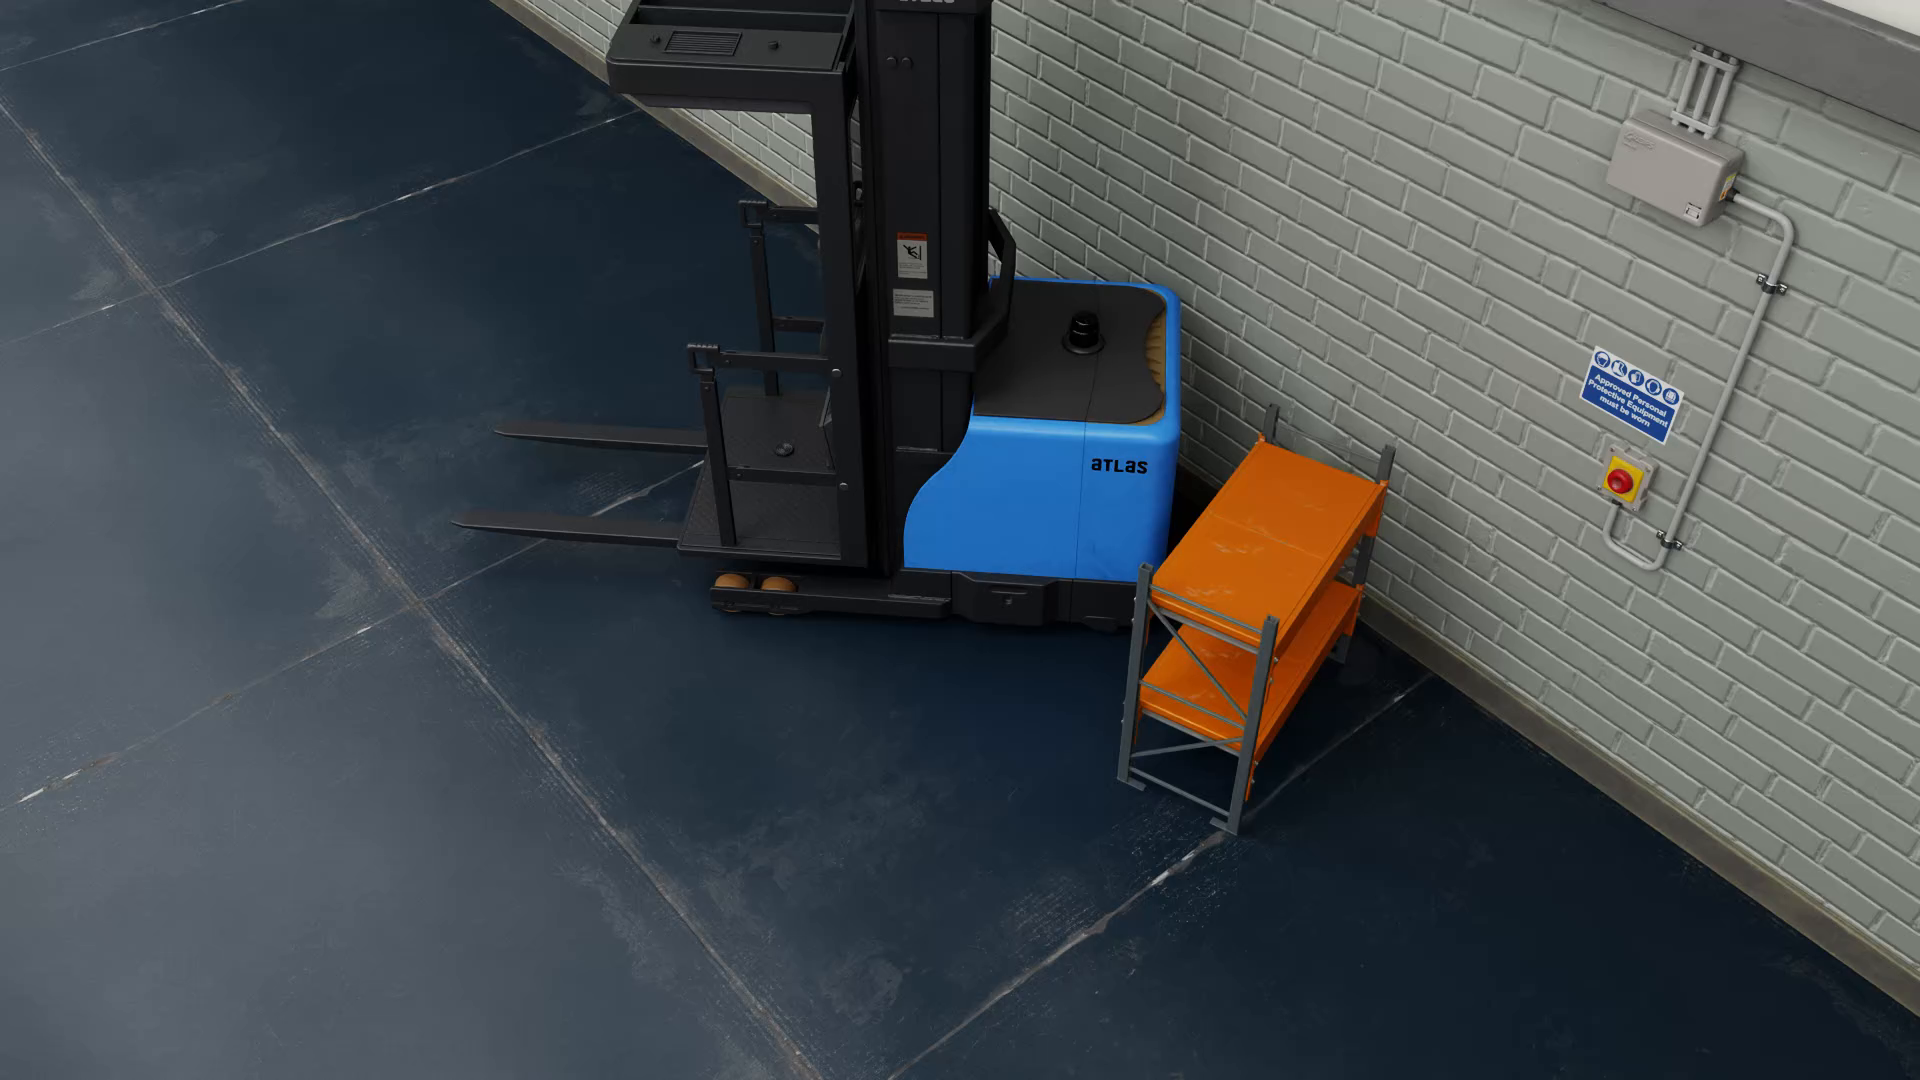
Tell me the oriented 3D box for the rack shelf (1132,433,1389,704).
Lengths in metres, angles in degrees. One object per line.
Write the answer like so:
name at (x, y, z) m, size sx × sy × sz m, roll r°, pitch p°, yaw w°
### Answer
rack shelf at (1.089, 0.076, 5.974) m, size 0.538 × 0.278 × 1.000 m, roll 23°, pitch 48°, yaw 23°

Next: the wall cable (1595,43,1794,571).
wall cable at (2.167, -0.703, 5.096) m, size 0.123 × 1.953 × 0.585 m, roll -30°, pitch 51°, yaw -28°

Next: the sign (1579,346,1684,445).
sign at (2.183, -0.472, 5.418) m, size 0.001 × 0.218 × 0.327 m, roll -30°, pitch 51°, yaw -28°

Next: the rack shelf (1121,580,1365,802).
rack shelf at (1.089, 0.467, 6.342) m, size 0.538 × 0.278 × 1.000 m, roll 23°, pitch 48°, yaw 23°

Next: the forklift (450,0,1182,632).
forklift at (-0.628, -1.110, 6.344) m, size 3.031 × 2.935 × 1.130 m, roll 4°, pitch 43°, yaw 4°

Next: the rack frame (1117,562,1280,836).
rack frame at (0.817, 0.583, 5.861) m, size 0.500 × 1.125 × 0.032 m, roll 23°, pitch 48°, yaw 23°

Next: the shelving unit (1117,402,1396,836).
shelving unit at (1.089, 0.289, 6.174) m, size 0.538 × 1.125 × 1.048 m, roll 23°, pitch 48°, yaw 23°

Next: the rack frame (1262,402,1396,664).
rack frame at (1.360, -0.005, 6.488) m, size 0.500 × 1.125 × 0.032 m, roll 23°, pitch 48°, yaw 23°
